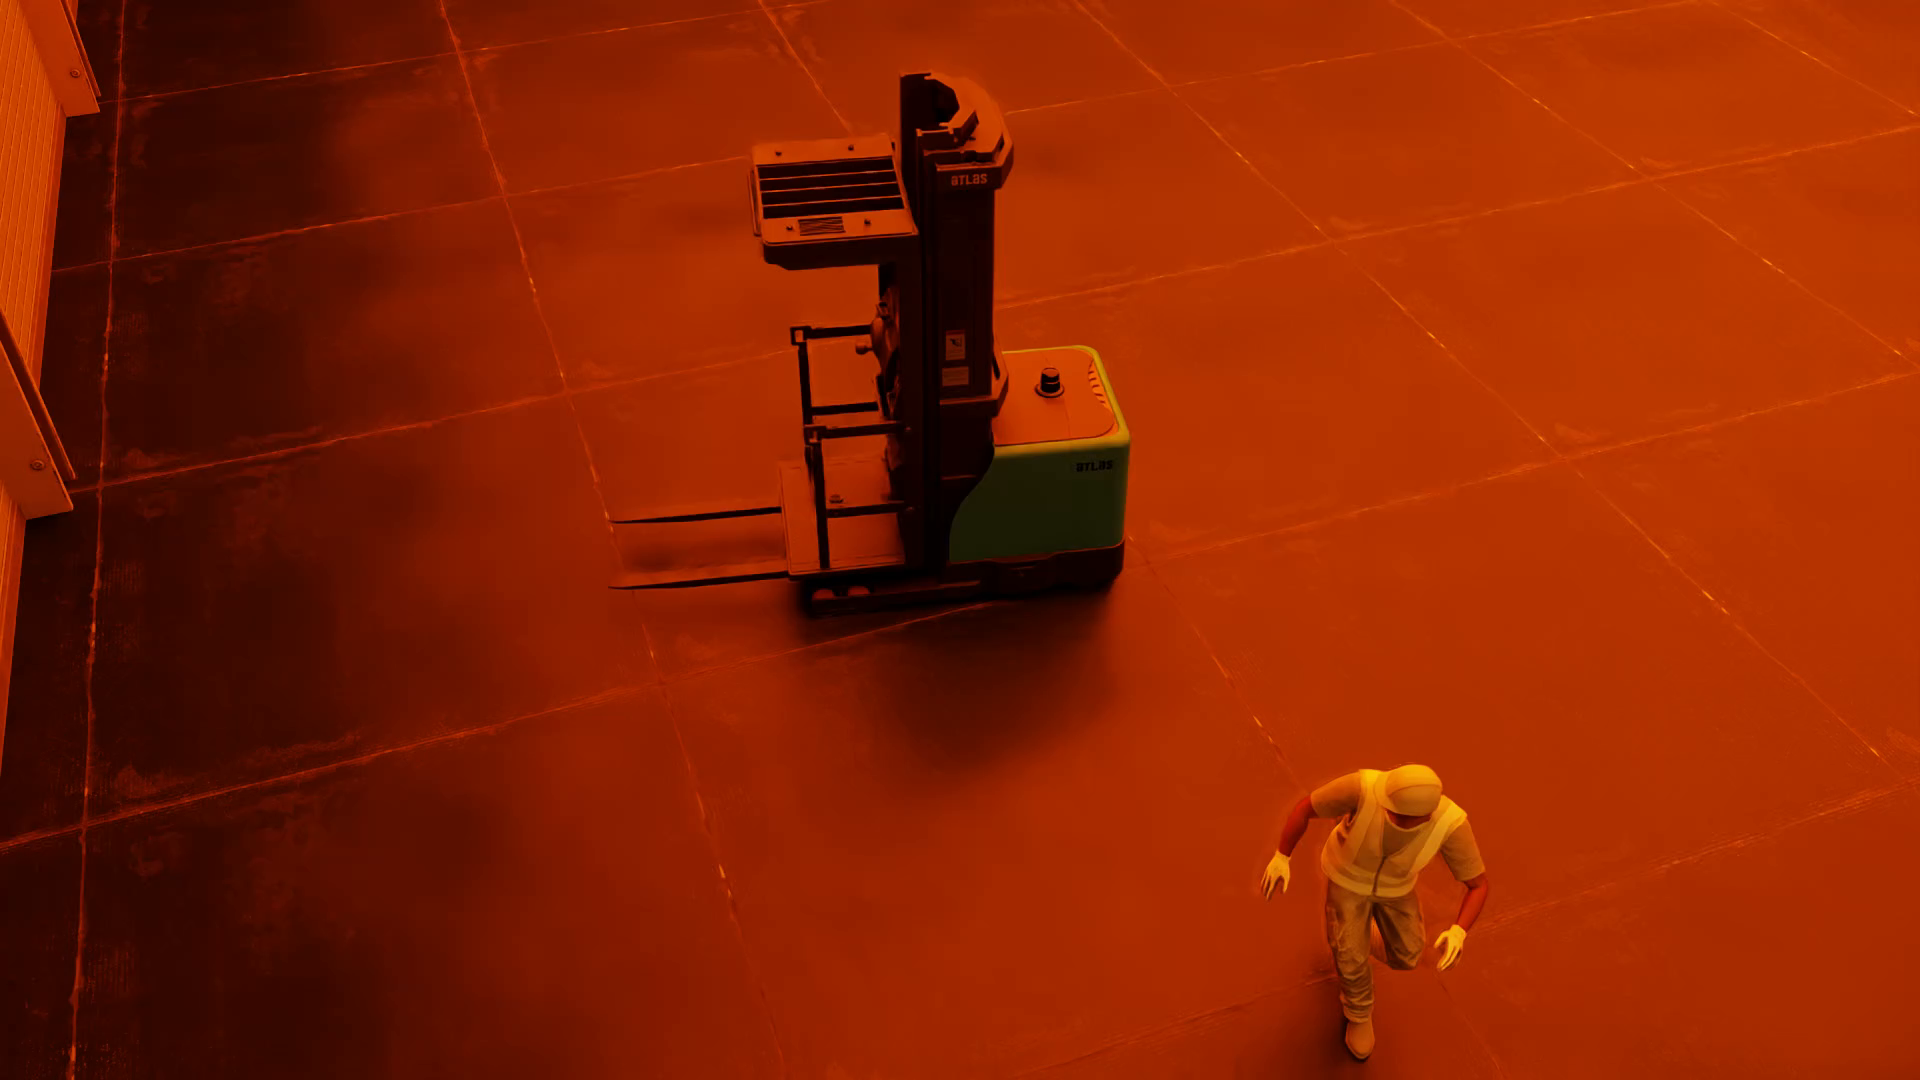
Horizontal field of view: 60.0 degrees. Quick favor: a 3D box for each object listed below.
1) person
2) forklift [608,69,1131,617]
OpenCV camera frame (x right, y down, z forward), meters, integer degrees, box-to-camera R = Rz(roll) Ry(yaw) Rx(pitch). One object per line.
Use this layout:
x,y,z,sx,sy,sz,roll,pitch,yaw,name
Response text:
1.751,1.563,7.135,0.913,1.643,0.851,2,40,3,person
-0.588,-1.037,9.231,3.031,2.935,1.130,-6,40,-7,forklift
